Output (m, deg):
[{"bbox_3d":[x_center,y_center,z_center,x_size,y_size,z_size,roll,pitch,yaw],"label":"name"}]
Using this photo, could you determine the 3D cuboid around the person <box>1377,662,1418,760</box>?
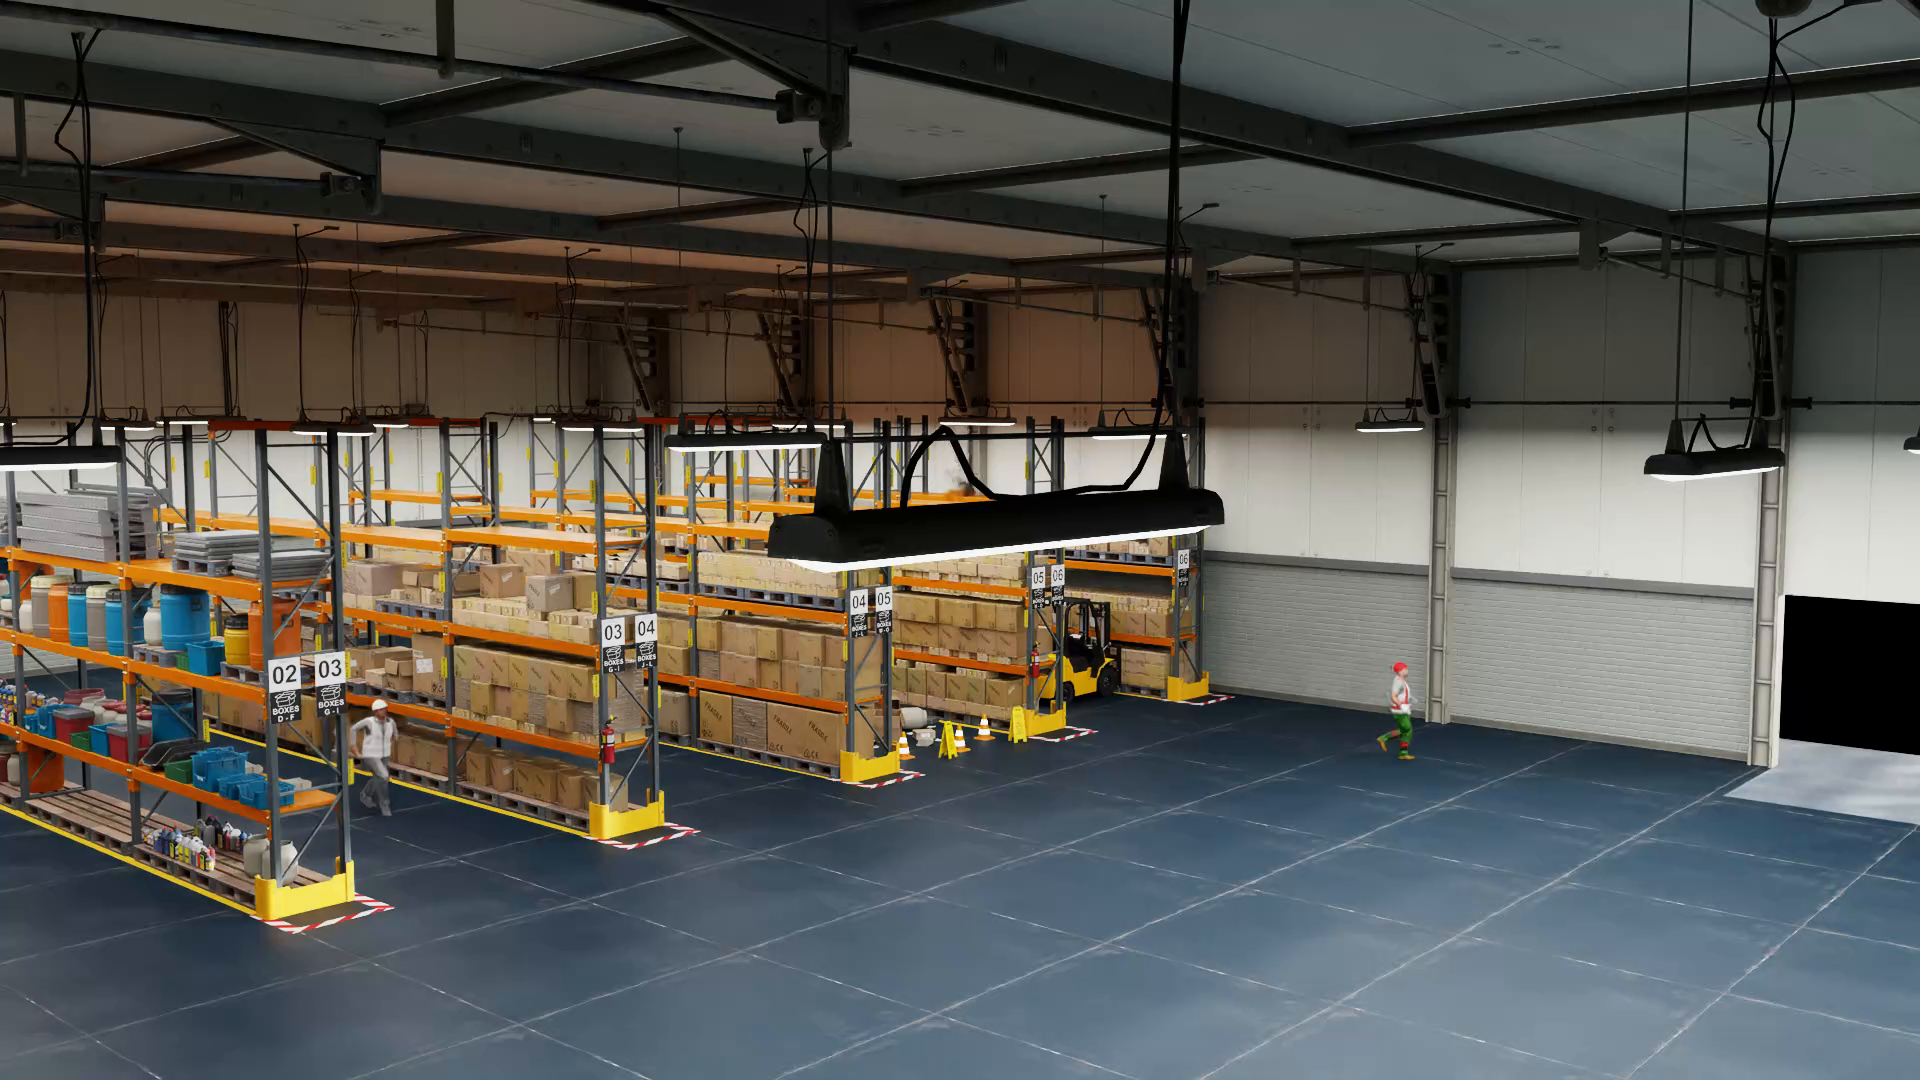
[{"bbox_3d":[7.729,3.019,29.375,0.692,1.746,0.651,1,5,14],"label":"person"}]

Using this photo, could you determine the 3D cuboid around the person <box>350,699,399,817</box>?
[{"bbox_3d":[-8.968,3.333,25.543,0.848,1.811,0.679,3,6,36],"label":"person"}]
